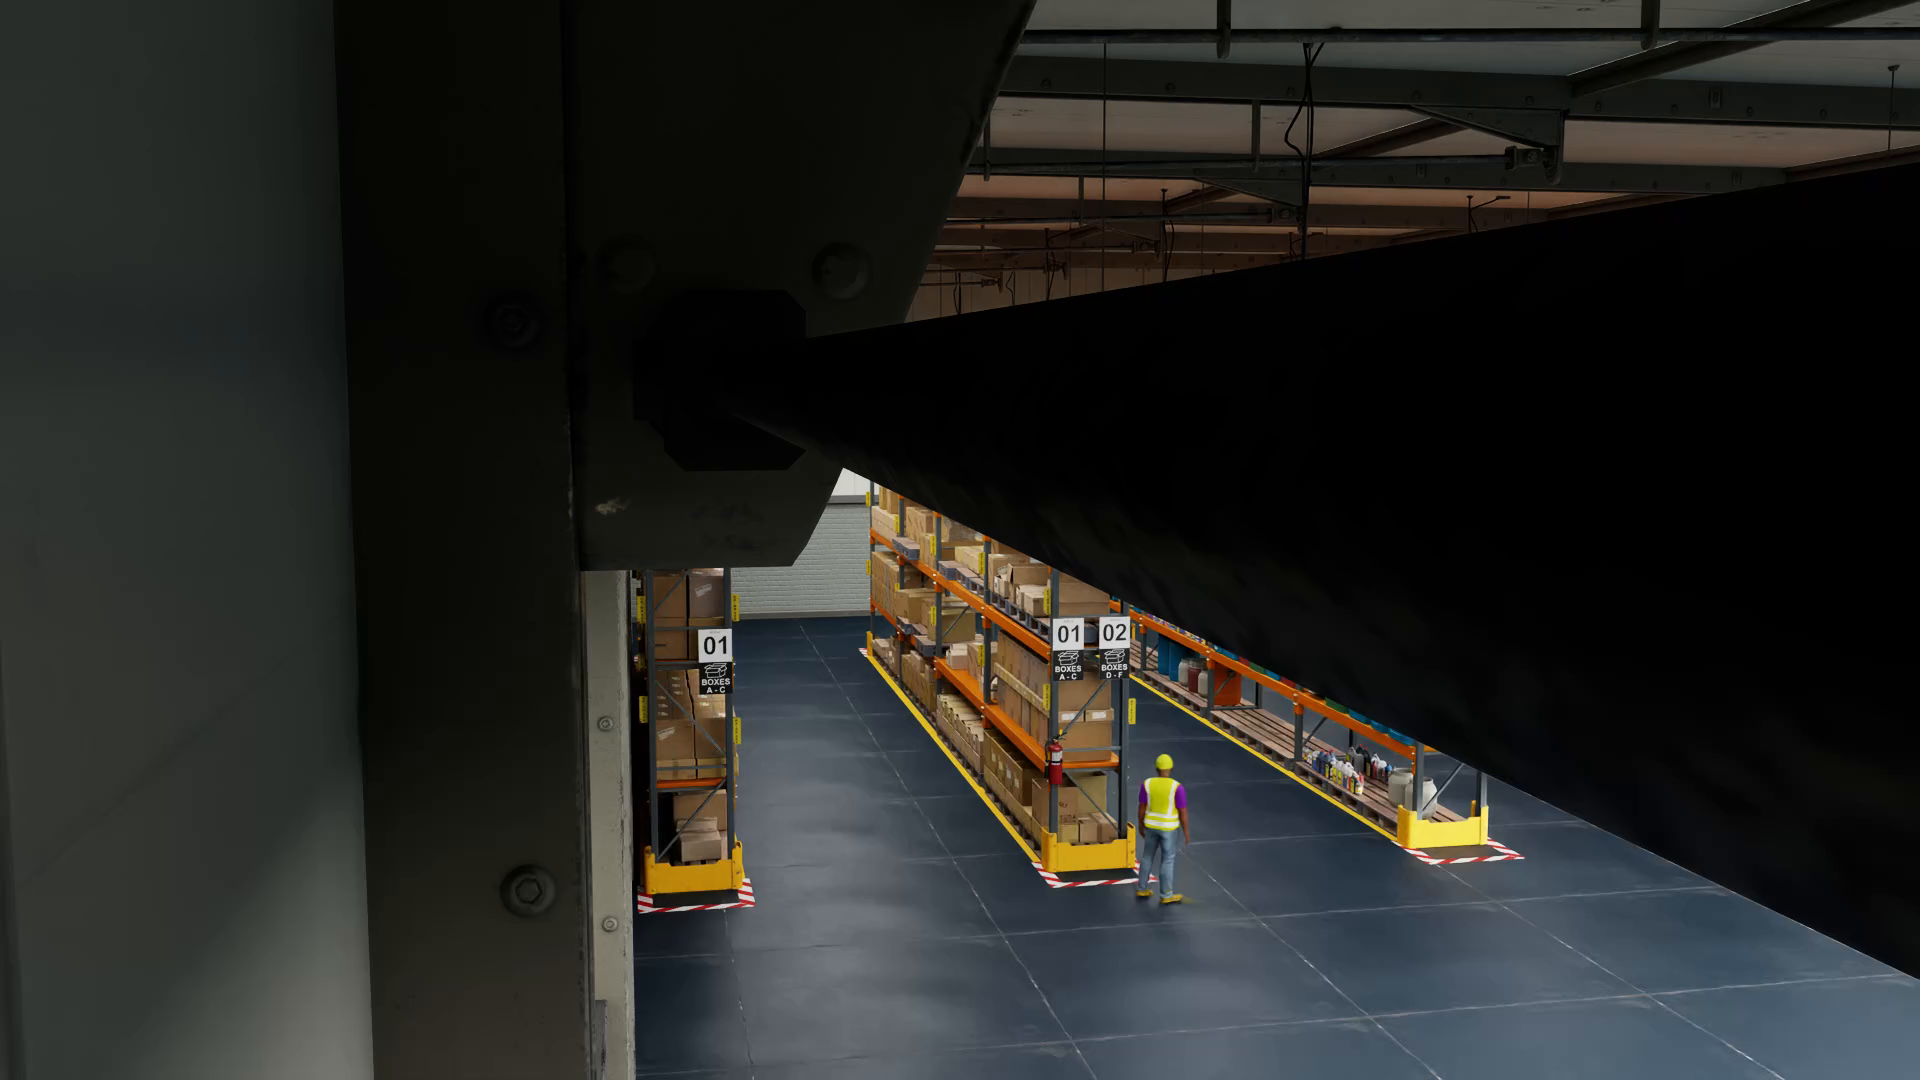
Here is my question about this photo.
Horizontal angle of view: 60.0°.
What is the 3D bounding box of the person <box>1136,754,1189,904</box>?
[{"bbox_3d":[2.393,3.413,19.698,0.654,1.792,0.406,5,7,37],"label":"person"}]
